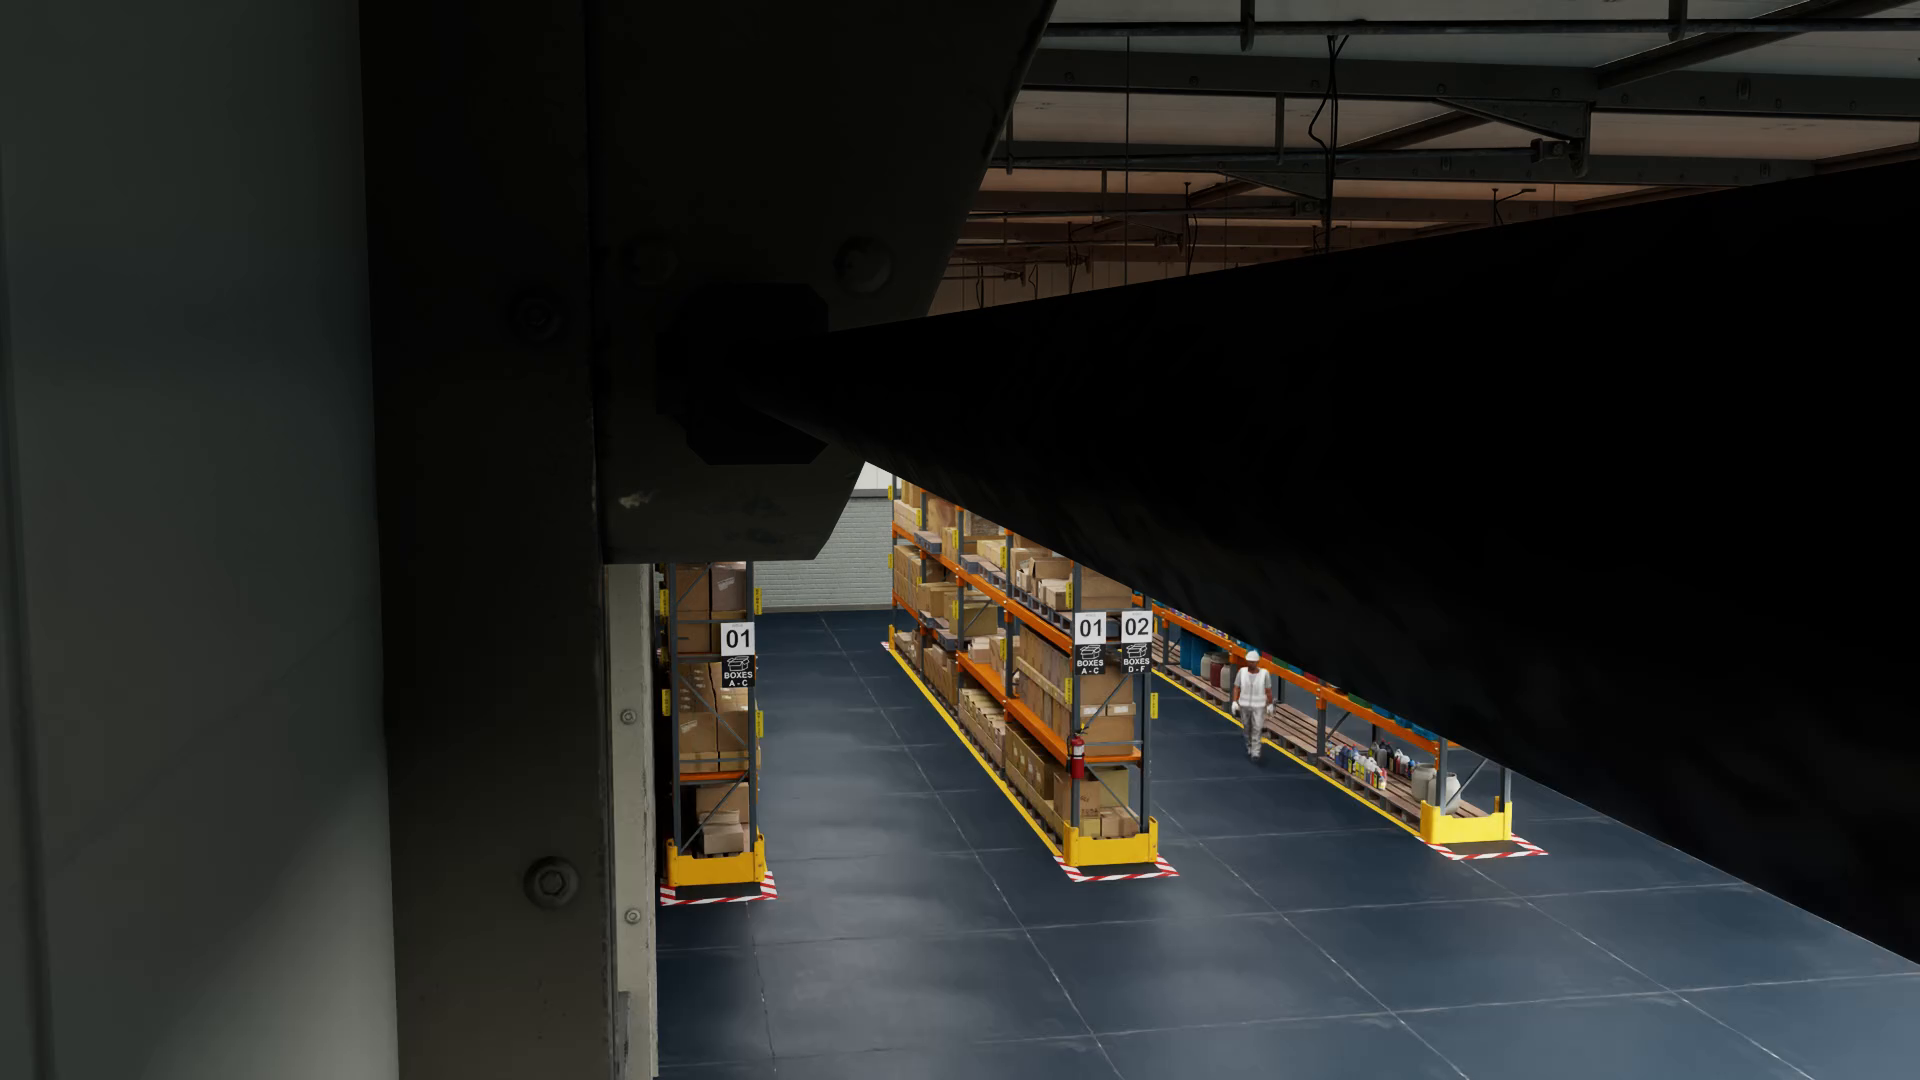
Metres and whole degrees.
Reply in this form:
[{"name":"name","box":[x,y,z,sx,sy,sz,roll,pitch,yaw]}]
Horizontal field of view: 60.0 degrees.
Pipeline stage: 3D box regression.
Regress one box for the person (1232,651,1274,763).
[{"name":"person","box":[4.588,2.617,26.235,0.597,1.711,1.074,3,7,24]}]
